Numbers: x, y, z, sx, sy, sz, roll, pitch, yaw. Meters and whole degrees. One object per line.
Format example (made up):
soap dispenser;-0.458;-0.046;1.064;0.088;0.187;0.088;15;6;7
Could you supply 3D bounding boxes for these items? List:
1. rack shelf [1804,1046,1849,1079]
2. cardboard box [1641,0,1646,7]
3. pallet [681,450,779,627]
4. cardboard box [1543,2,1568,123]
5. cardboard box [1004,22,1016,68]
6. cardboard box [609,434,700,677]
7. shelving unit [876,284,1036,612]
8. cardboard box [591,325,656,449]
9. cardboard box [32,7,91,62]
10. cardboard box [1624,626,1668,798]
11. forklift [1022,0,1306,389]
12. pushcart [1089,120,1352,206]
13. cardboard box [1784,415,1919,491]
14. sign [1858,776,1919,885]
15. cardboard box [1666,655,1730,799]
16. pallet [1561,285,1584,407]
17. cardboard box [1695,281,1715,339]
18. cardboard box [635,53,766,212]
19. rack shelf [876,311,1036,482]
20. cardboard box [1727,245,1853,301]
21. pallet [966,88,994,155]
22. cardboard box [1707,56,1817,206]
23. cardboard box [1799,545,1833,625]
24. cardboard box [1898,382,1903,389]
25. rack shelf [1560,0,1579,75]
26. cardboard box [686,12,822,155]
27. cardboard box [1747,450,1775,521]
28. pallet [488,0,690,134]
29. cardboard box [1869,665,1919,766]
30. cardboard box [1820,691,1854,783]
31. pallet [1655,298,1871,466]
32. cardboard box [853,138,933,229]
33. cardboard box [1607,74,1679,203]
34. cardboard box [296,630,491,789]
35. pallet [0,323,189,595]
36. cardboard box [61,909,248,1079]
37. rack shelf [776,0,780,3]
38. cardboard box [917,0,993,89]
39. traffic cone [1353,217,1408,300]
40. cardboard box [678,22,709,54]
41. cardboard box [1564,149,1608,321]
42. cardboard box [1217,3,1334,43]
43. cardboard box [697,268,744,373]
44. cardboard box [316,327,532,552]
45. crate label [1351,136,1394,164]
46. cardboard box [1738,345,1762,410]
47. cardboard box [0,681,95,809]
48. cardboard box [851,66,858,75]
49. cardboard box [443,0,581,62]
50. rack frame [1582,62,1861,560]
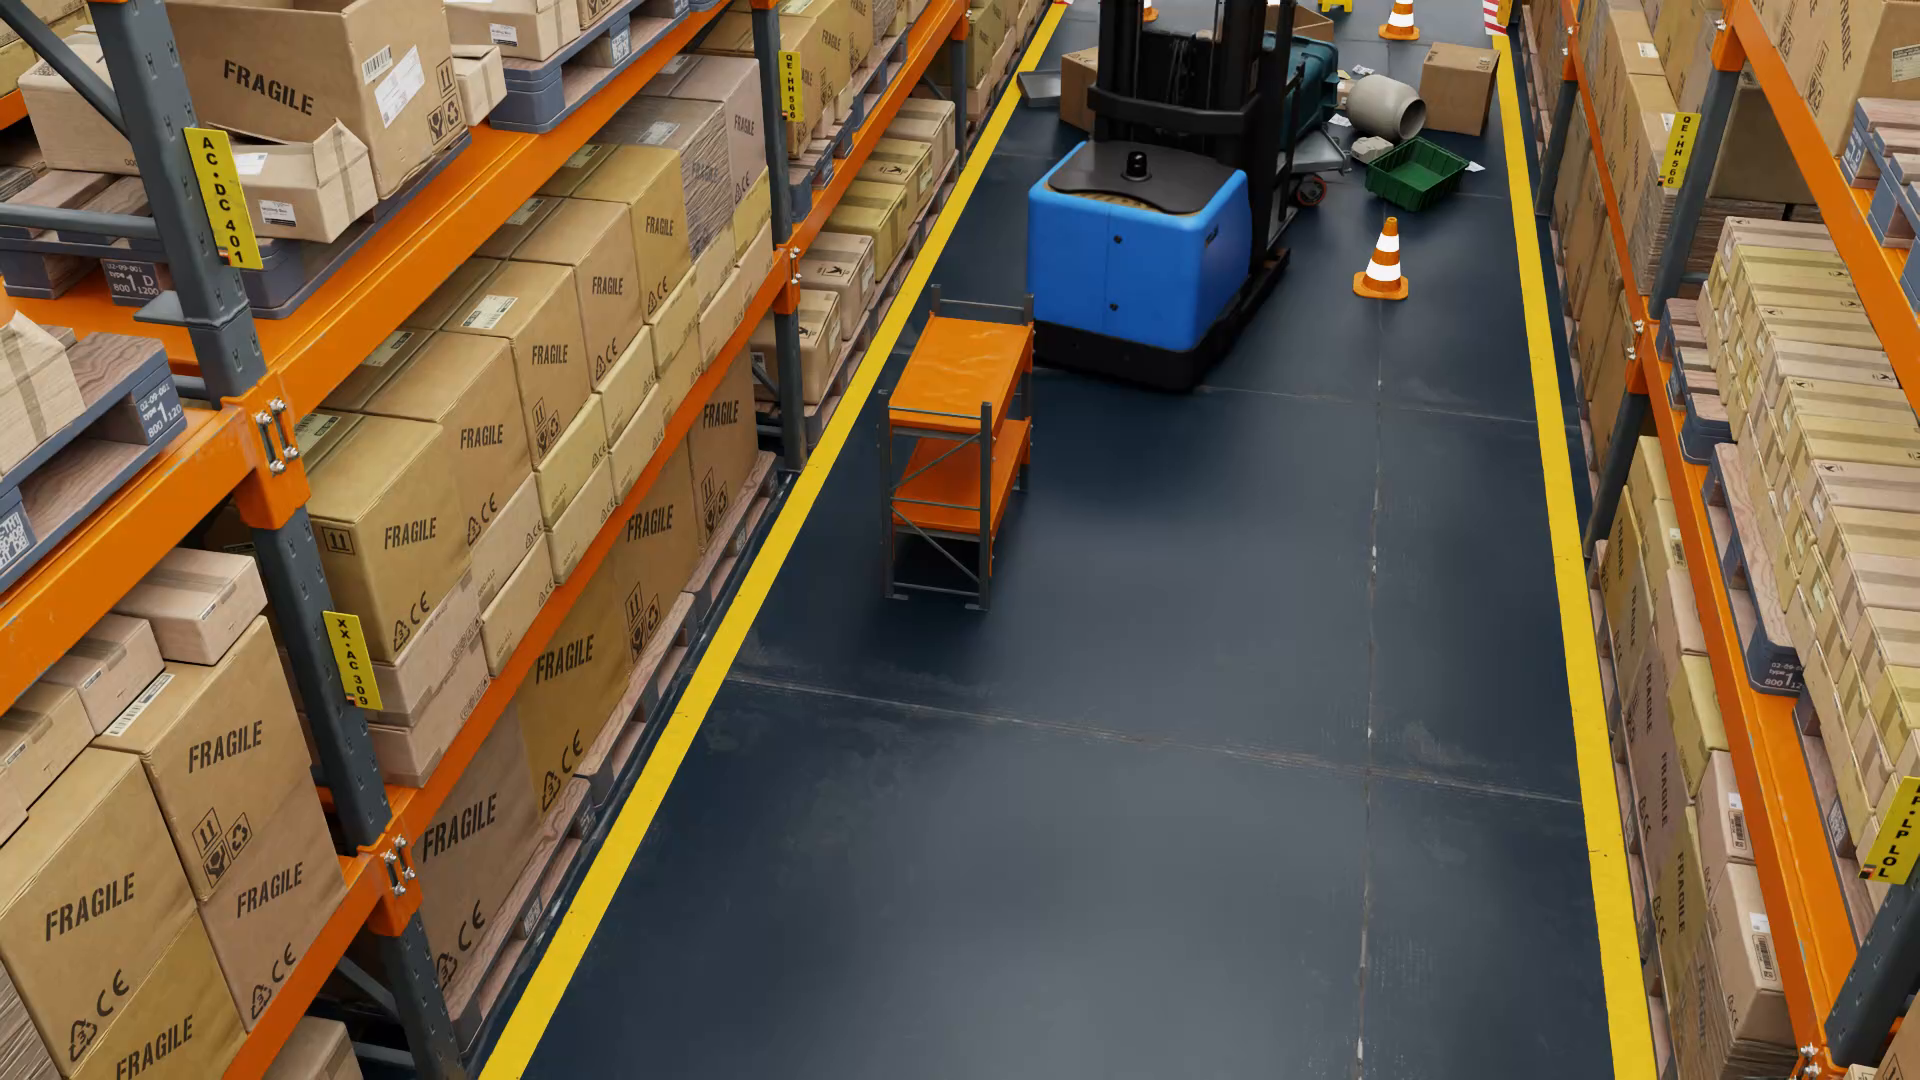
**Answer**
rack shelf;2.267;2.639;2.666;1.077;0.370;4.000;7;37;10
cardboard box;4.195;-3.250;9.241;0.700;0.500;0.500;7;36;9
pallet;-1.551;-0.083;8.185;1.003;0.211;1.213;7;37;10
cardboard box;4.795;-3.564;12.064;0.875;0.875;0.875;8;37;10
cardboard box;0.149;-3.921;13.089;0.500;0.250;0.500;7;36;9
cardboard box;-1.732;-0.068;7.240;0.875;0.875;0.875;8;37;11
shelving unit;-0.001;-0.452;7.915;0.538;1.125;1.048;7;37;10
cardboard box;-1.470;-0.599;6.222;0.500;0.250;0.500;6;36;9
cardboard box;-5.609;-3.022;9.991;0.500;0.250;0.500;6;36;8
cardboard box;2.940;0.707;6.491;0.500;0.500;0.500;6;36;9
forklift;1.452;-2.882;9.728;1.130;2.935;3.031;16;39;21
pushcart;1.784;-2.629;11.556;1.648;0.377;0.936;-5;36;-6
cardboard box;2.925;-0.264;5.408;0.380;0.149;0.250;7;36;9
sign;2.152;0.665;3.790;0.100;0.325;0.005;7;37;10
cardboard box;2.828;0.683;5.885;0.500;0.250;0.500;6;36;8
pallet;4.054;-1.103;9.592;1.003;0.211;1.213;7;37;10
cardboard box;3.256;-0.929;6.832;0.380;0.149;0.250;7;36;9
cardboard box;-1.163;-1.771;7.200;0.500;0.500;0.500;6;36;9
rack shelf;-0.001;-0.689;7.743;0.538;0.278;1.000;7;37;10
cardboard box;3.206;-1.006;6.432;0.380;0.149;0.250;6;36;9
pallet;-0.345;-3.208;12.497;1.003;0.211;1.213;7;37;10
cardboard box;3.655;-1.794;7.231;0.700;0.500;0.500;7;37;10
cardboard box;2.808;0.160;5.076;0.380;0.149;0.250;6;36;8
cardboard box;3.783;-0.530;6.282;0.380;0.149;0.250;8;37;11
rack shelf;4.830;-4.241;12.158;1.077;0.370;4.000;7;37;10
cardboard box;-0.986;-2.215;8.053;0.500;0.500;0.500;6;36;9
cardboard box;2.975;-0.169;5.783;0.380;0.149;0.250;8;37;11
pallet;-1.630;-1.775;5.748;1.003;0.211;1.213;9;37;12
cardboard box;2.646;0.483;4.377;0.380;0.149;0.250;6;36;9
cardboard box;2.696;0.589;4.738;0.380;0.149;0.250;7;37;10
pallet;3.501;-0.592;6.675;1.213;0.211;1.003;7;37;10
cardboard box;-0.714;-2.340;10.804;0.950;0.372;0.625;10;37;13
cardboard box;3.597;-1.997;8.364;0.500;0.500;0.500;7;36;9
cardboard box;-1.811;0.480;5.159;0.500;0.250;0.500;6;36;9
pallet;-2.348;-0.072;3.313;1.003;0.211;1.213;7;37;10
cardboard box;-2.117;1.192;3.964;0.500;0.500;0.500;6;36;9
rack shelf;-0.881;-3.724;8.890;1.077;0.370;4.000;7;37;10
cardboard box;-0.064;-3.613;12.025;0.500;0.500;0.500;9;37;12
traffic cone;2.642;-1.779;10.310;0.336;0.463;0.334;7;37;10
cardboard box;-1.483;-2.281;8.145;0.500;0.500;0.500;6;36;9
cardboard box;4.149;-1.725;9.633;1.050;0.750;0.750;7;37;10
cardboard box;2.498;-3.906;13.210;0.797;0.503;0.637;-17;39;-22
cardboard box;-1.257;-0.977;7.169;0.500;0.250;0.500;8;37;11
cardboard box;-1.706;-0.318;5.196;0.500;0.500;0.500;7;37;10
crate label;2.981;-2.810;12.011;0.298;0.136;0.250;-17;39;-22
cardboard box;3.086;-0.575;6.090;0.380;0.149;0.250;7;37;10
cardboard box;-2.143;0.426;3.616;0.380;0.149;0.250;7;37;10
cardboard box;-0.784;-2.665;9.227;0.380;0.149;0.250;9;37;12
cardboard box;-1.431;-1.695;5.234;0.396;0.266;0.258;10;37;14
rack frame;3.549;-1.092;7.201;1.000;3.000;0.127;7;37;10
